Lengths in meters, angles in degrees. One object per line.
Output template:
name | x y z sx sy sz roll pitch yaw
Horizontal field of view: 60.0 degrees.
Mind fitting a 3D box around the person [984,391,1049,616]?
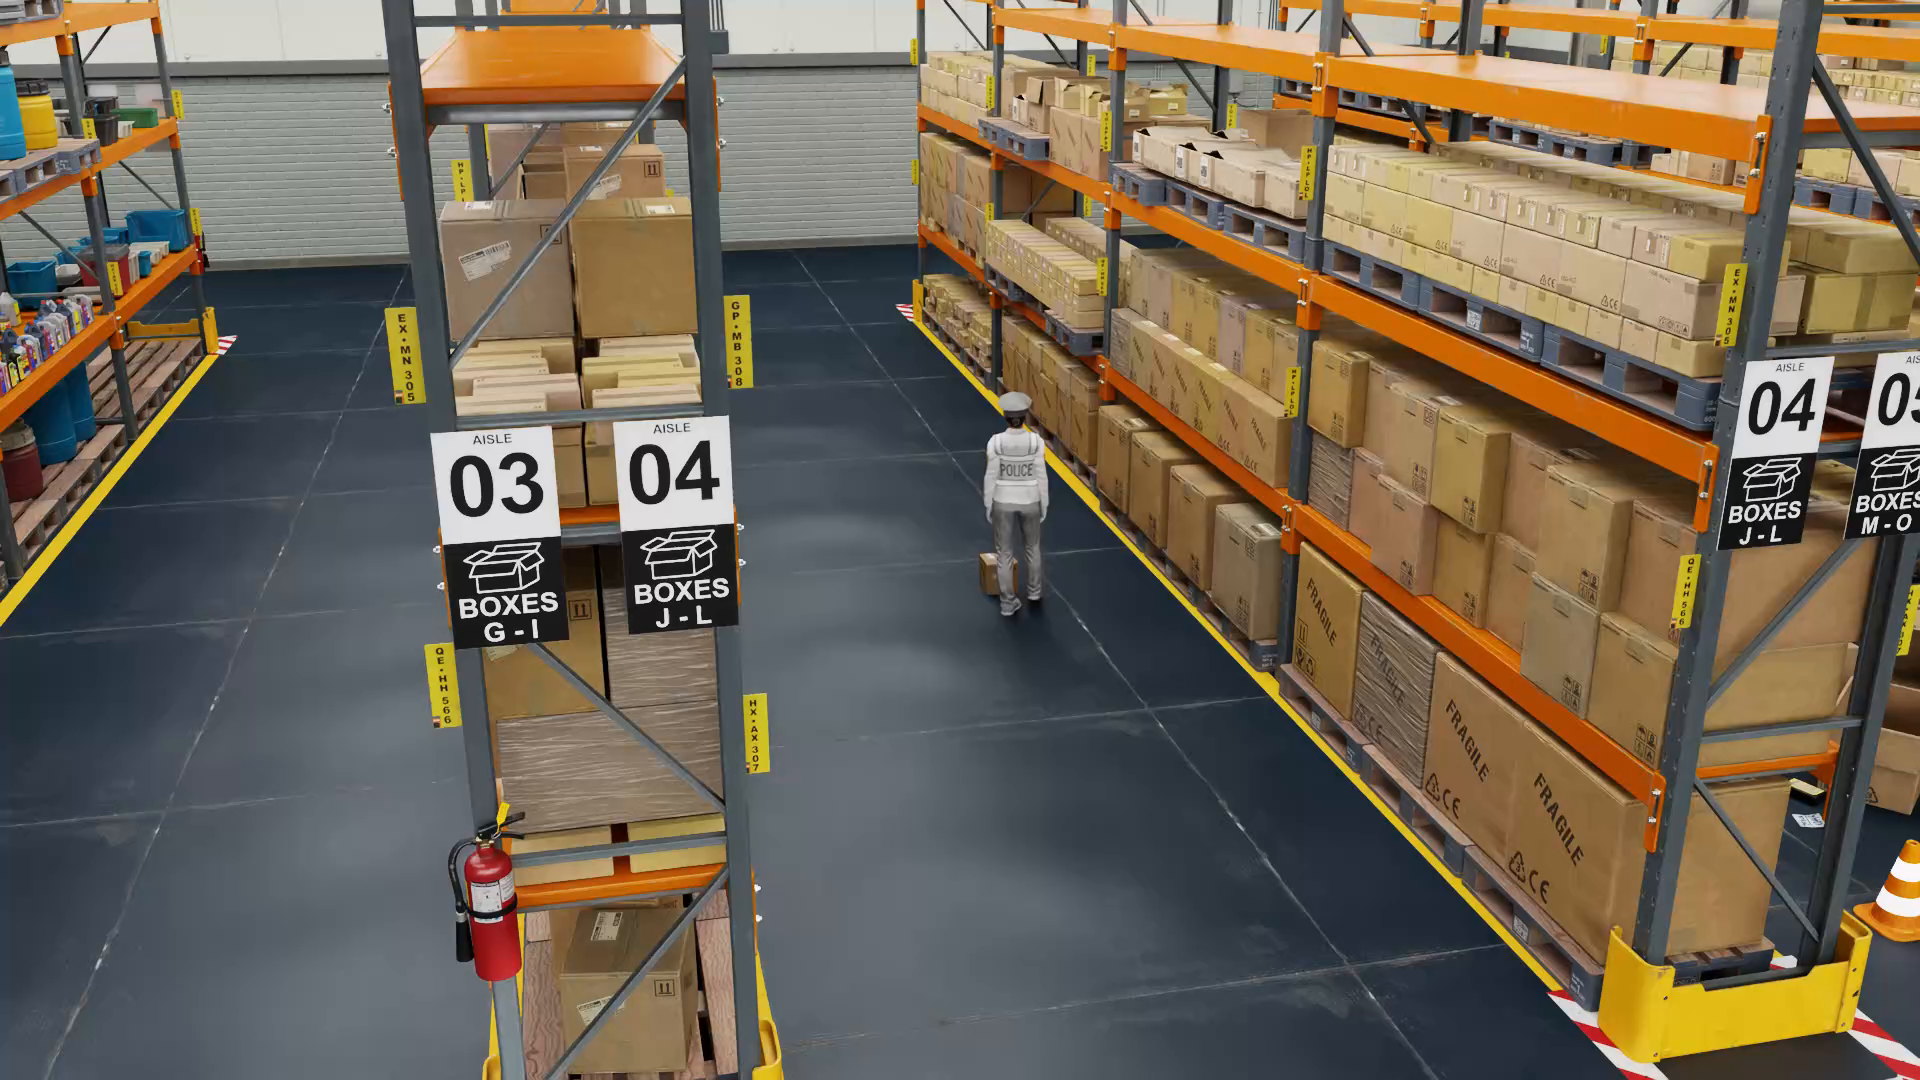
person | 0.405 -0.303 12.368 0.485 1.678 0.560 -1 20 -4
